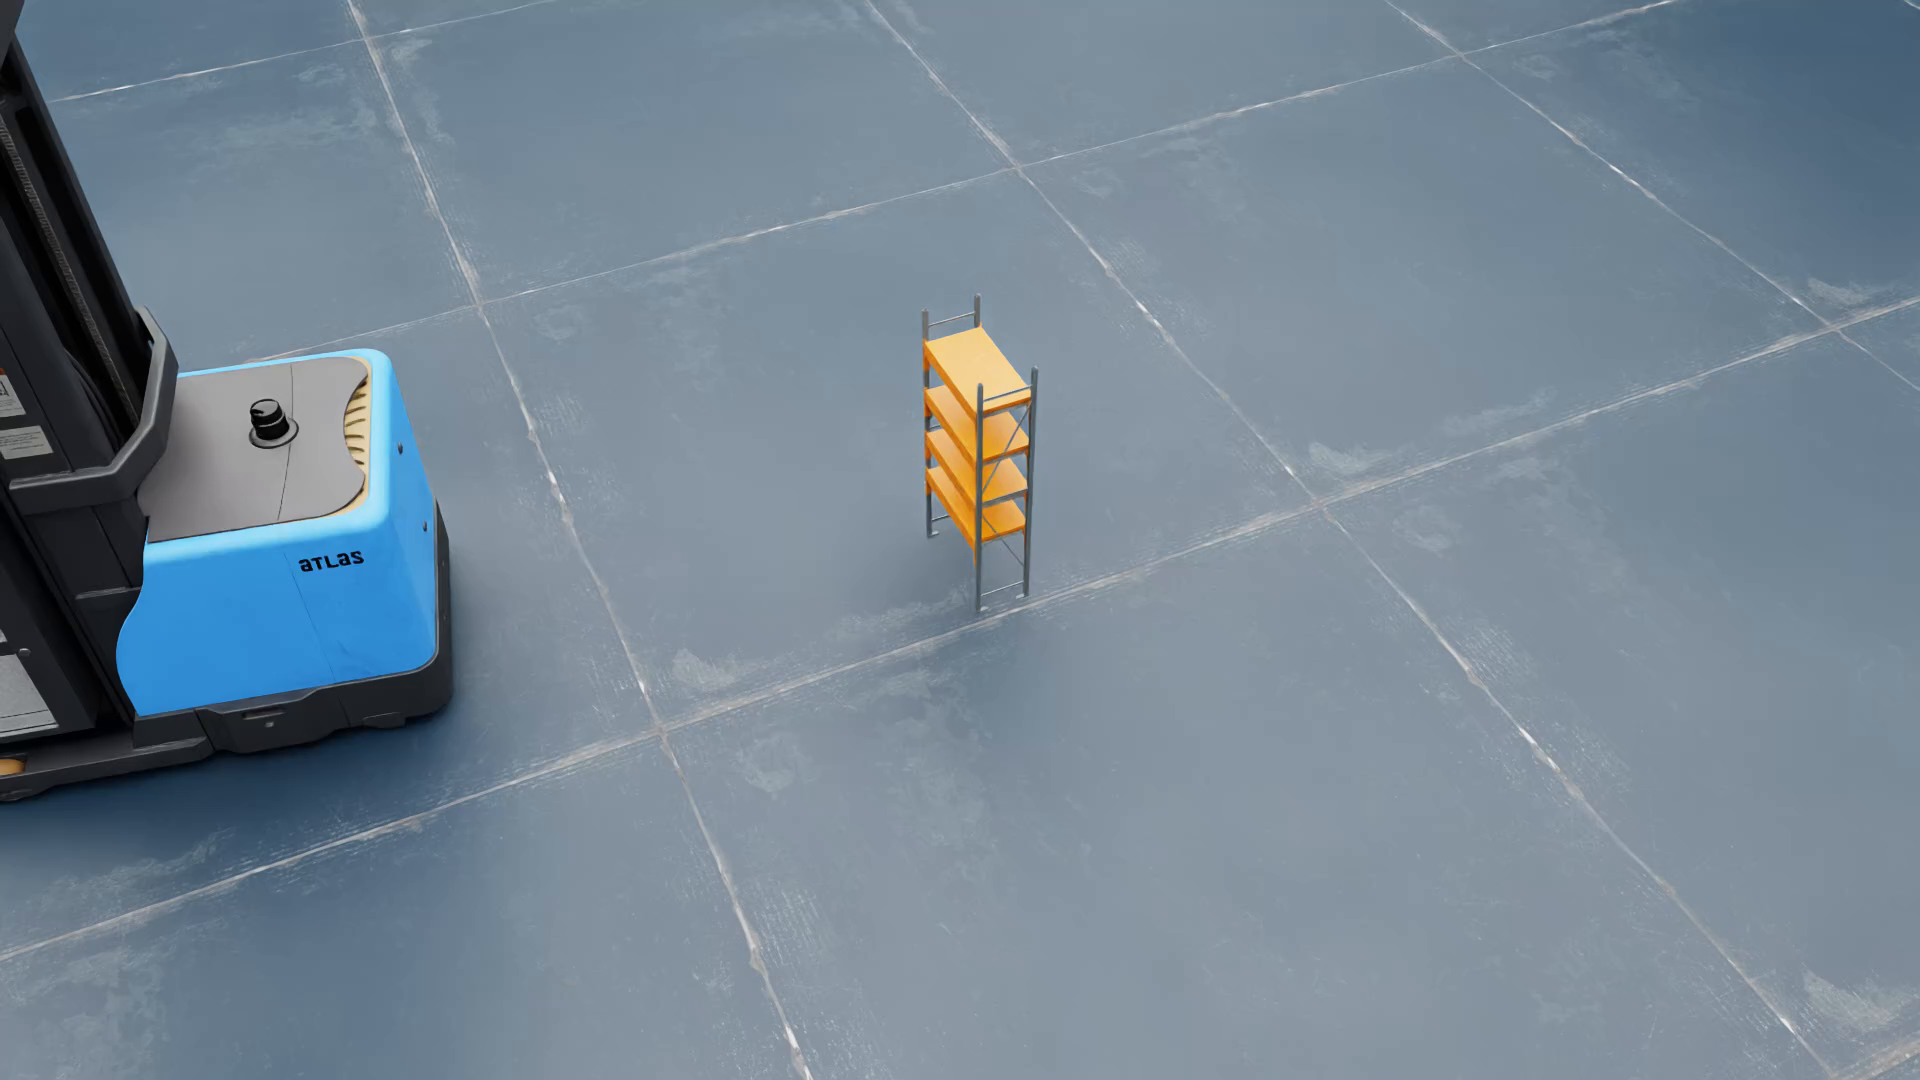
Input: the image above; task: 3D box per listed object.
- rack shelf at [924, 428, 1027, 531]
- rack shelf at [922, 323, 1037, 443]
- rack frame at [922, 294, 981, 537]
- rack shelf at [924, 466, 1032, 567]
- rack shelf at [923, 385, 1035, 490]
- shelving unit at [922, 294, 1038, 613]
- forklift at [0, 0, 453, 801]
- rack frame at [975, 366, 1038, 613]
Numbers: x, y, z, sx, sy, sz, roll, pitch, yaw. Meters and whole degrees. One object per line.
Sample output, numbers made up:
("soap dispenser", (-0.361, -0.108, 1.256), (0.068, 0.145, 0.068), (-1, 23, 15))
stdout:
("rack shelf", (0.070, -0.274, 6.638), (0.258, 0.148, 0.480), (-18, 47, -17))
("rack shelf", (0.070, -0.601, 6.315), (0.258, 0.148, 0.480), (-18, 47, -17))
("rack frame", (-0.033, -0.477, 6.748), (0.240, 1.200, 0.015), (-18, 47, -17))
("rack shelf", (0.070, -0.132, 6.777), (0.258, 0.148, 0.480), (-18, 47, -17))
("rack shelf", (0.070, -0.433, 6.481), (0.258, 0.148, 0.480), (-18, 47, -17))
("shelving unit", (0.070, -0.322, 6.591), (0.258, 1.200, 0.503), (-18, 47, -17))
("forklift", (-3.534, -0.458, 5.496), (3.031, 2.935, 1.130), (-9, 45, -9))
("rack frame", (0.172, -0.166, 6.433), (0.240, 1.200, 0.015), (-18, 47, -17))
